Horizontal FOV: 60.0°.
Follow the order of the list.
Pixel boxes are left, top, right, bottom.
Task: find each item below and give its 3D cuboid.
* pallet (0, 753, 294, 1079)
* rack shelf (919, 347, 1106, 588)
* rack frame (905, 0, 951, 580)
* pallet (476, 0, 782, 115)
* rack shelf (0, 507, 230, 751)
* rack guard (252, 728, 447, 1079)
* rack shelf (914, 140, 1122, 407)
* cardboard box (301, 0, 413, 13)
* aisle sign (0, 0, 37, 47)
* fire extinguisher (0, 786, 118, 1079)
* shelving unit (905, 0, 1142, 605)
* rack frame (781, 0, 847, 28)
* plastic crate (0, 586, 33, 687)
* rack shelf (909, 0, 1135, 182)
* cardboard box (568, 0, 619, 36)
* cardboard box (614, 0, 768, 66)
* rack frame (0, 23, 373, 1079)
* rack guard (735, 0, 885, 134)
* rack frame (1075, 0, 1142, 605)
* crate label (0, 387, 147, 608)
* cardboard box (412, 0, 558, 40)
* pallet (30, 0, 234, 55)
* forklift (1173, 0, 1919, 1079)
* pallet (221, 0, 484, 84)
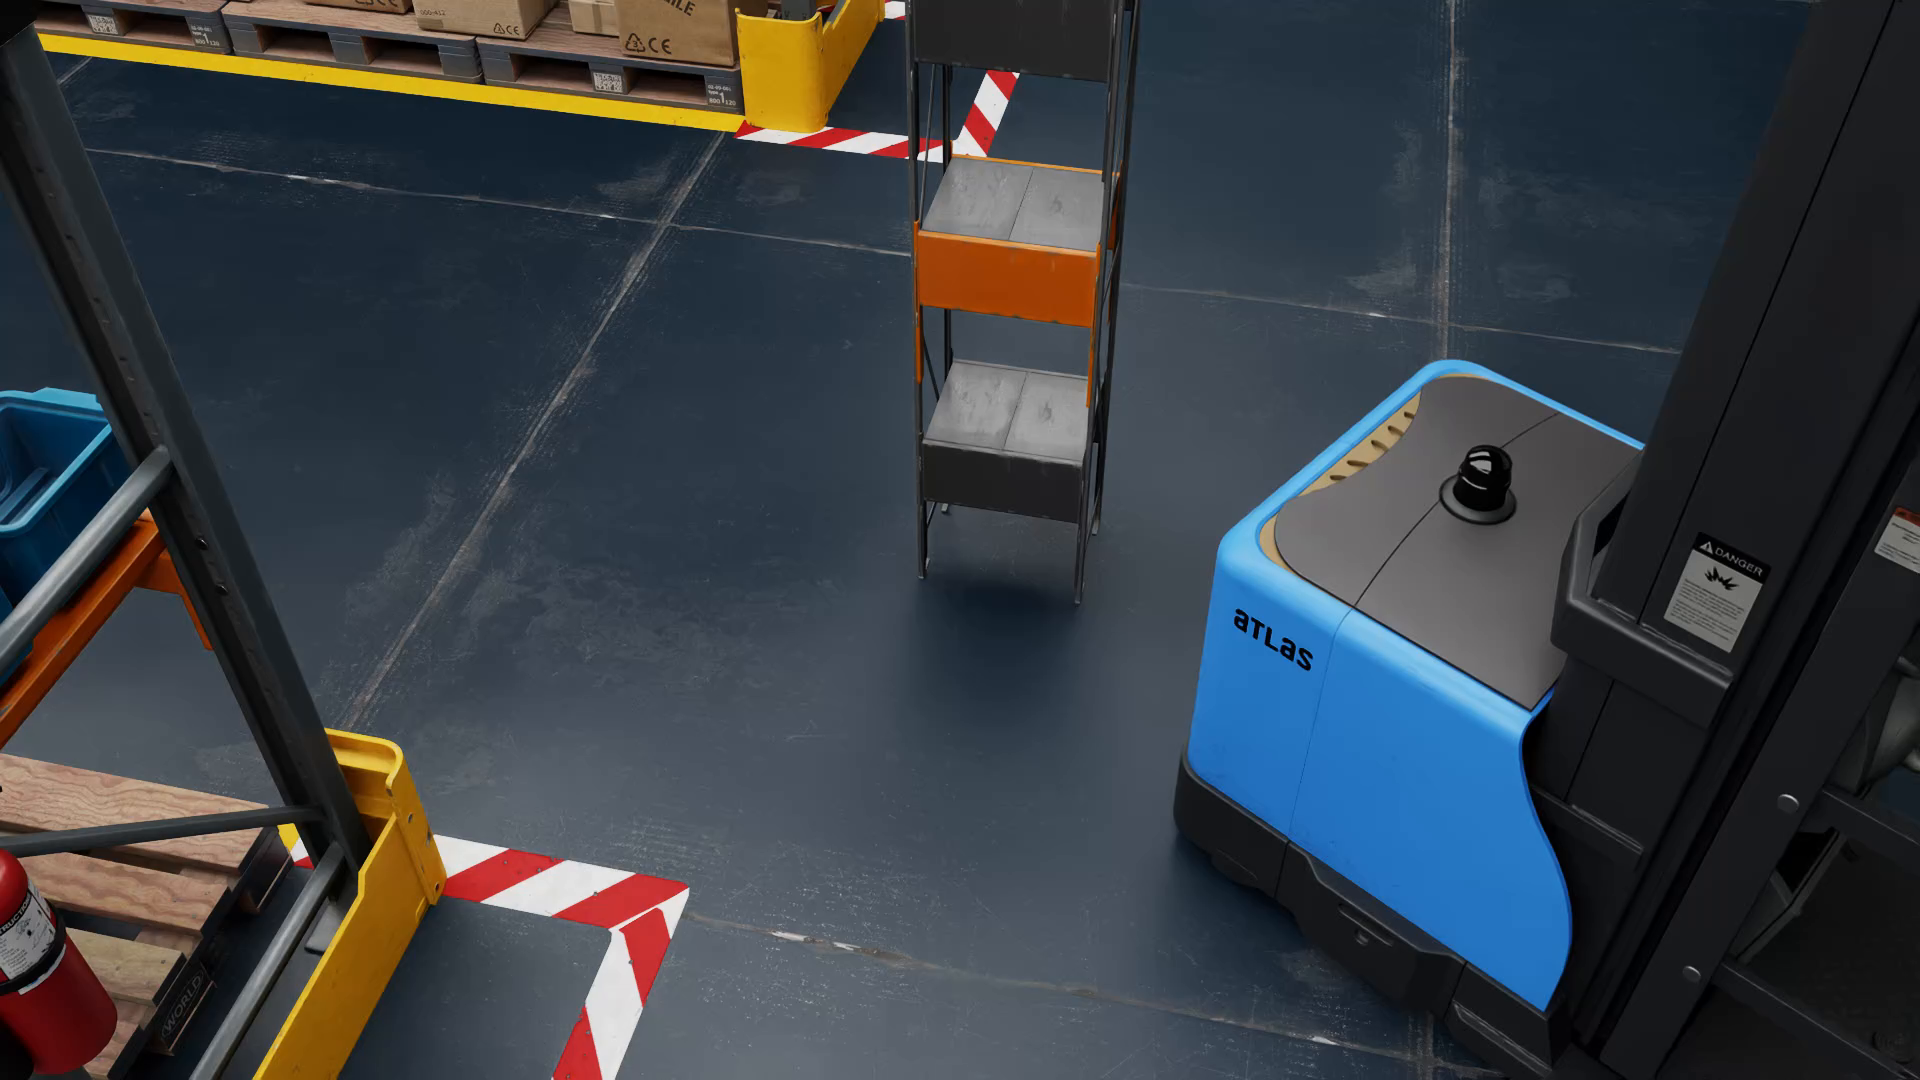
[{"bbox_3d":[-2.440,1.003,4.056,1.213,0.211,1.003,9,45,9],"label":"pallet"},{"bbox_3d":[0.162,-0.217,4.991,0.480,0.518,0.431,9,45,9],"label":"rack shelf"},{"bbox_3d":[-0.077,-0.768,4.534,0.015,2.100,0.400,9,45,9],"label":"rack frame"},{"bbox_3d":[-1.411,-2.329,7.518,1.213,0.211,1.003,9,45,9],"label":"pallet"},{"bbox_3d":[-3.596,0.106,3.496,4.000,0.370,1.077,9,45,9],"label":"rack shelf"},{"bbox_3d":[-1.618,1.045,3.804,0.348,0.500,1.175,9,45,9],"label":"rack guard"},{"bbox_3d":[0.162,-0.722,4.505,0.480,0.518,0.431,9,45,9],"label":"rack shelf"},{"bbox_3d":[-2.628,-2.786,7.464,0.637,0.503,0.797,9,45,9],"label":"cardboard box"},{"bbox_3d":[-1.509,-0.977,2.228,0.004,0.787,0.394,9,45,9],"label":"aisle sign"},{"bbox_3d":[-1.596,0.642,2.745,0.183,0.674,0.296,9,45,9],"label":"fire extinguisher"},{"bbox_3d":[0.162,-0.731,4.496,0.503,2.100,0.431,9,45,9],"label":"shelving unit"},{"bbox_3d":[-0.559,-3.202,6.414,0.127,3.000,1.000,9,45,9],"label":"rack frame"},{"bbox_3d":[-2.012,0.191,2.820,0.499,0.435,0.616,9,45,9],"label":"plastic crate"},{"bbox_3d":[0.162,-1.226,4.020,0.480,0.518,0.431,9,45,9],"label":"rack shelf"},{"bbox_3d":[-1.519,-2.378,7.283,0.250,0.166,0.380,9,45,9],"label":"cardboard box"},{"bbox_3d":[-1.143,-2.376,7.041,0.500,0.500,0.500,9,45,9],"label":"cardboard box"},{"bbox_3d":[-1.644,0.149,2.932,0.127,3.000,1.000,9,45,9],"label":"rack frame"},{"bbox_3d":[-0.633,-2.313,7.293,0.348,0.500,1.175,9,45,9],"label":"rack guard"},{"bbox_3d":[0.400,-0.694,4.457,0.015,2.100,0.400,9,45,9],"label":"rack frame"},{"bbox_3d":[-1.813,-0.072,3.239,0.303,0.233,0.416,9,45,9],"label":"crate label"},{"bbox_3d":[-2.064,-2.450,7.298,0.500,0.250,0.500,9,45,9],"label":"cardboard box"},{"bbox_3d":[-3.792,-2.699,7.902,1.213,0.211,1.003,9,45,9],"label":"pallet"},{"bbox_3d":[1.982,0.178,2.951,3.031,2.935,1.130,33,53,30],"label":"forklift"},{"bbox_3d":[-2.598,-2.515,7.711,1.213,0.211,1.003,9,45,9],"label":"pallet"}]
